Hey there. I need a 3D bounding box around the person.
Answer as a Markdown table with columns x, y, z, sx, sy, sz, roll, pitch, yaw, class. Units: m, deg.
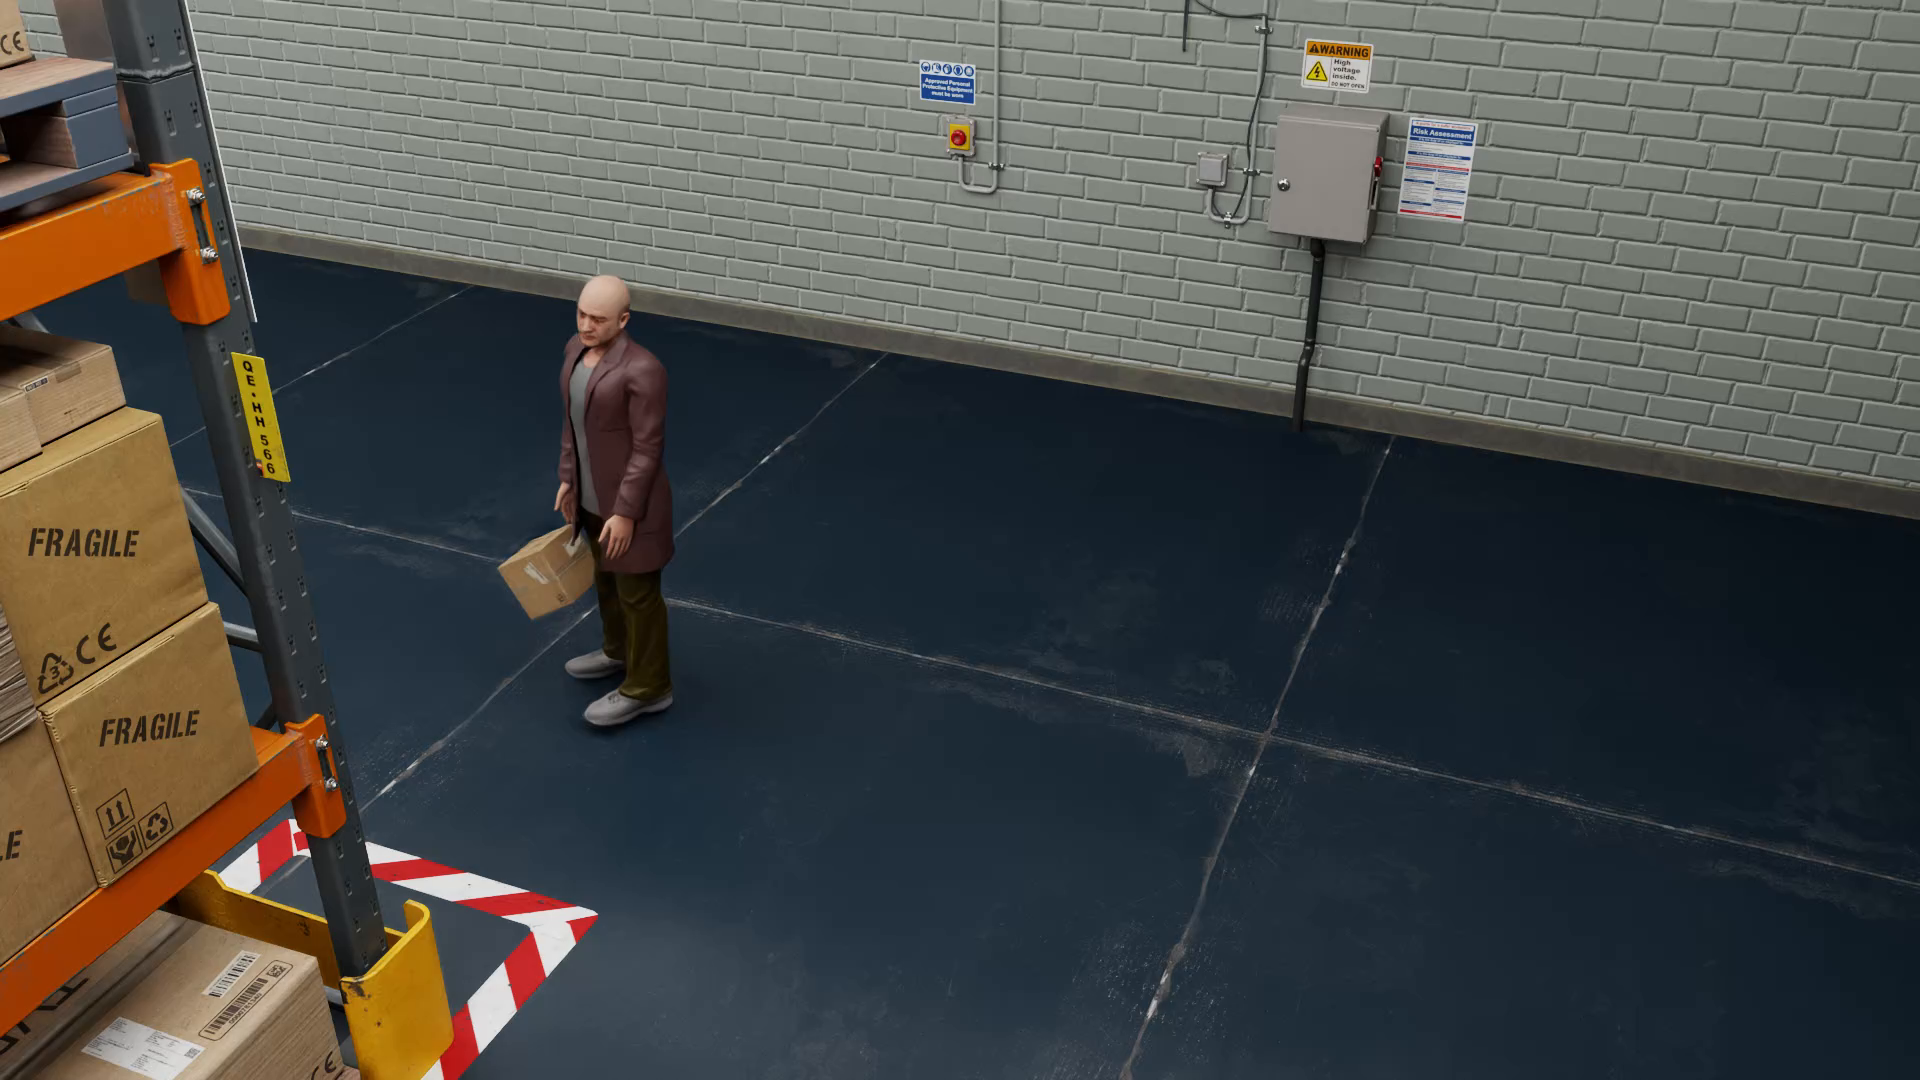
| x | y | z | sx | sy | sz | roll | pitch | yaw | class |
| --- | --- | --- | --- | --- | --- | --- | --- | --- | --- |
| -1.376 | -0.141 | 6.341 | 0.480 | 1.785 | 0.618 | -24 | 37 | -36 | person |
